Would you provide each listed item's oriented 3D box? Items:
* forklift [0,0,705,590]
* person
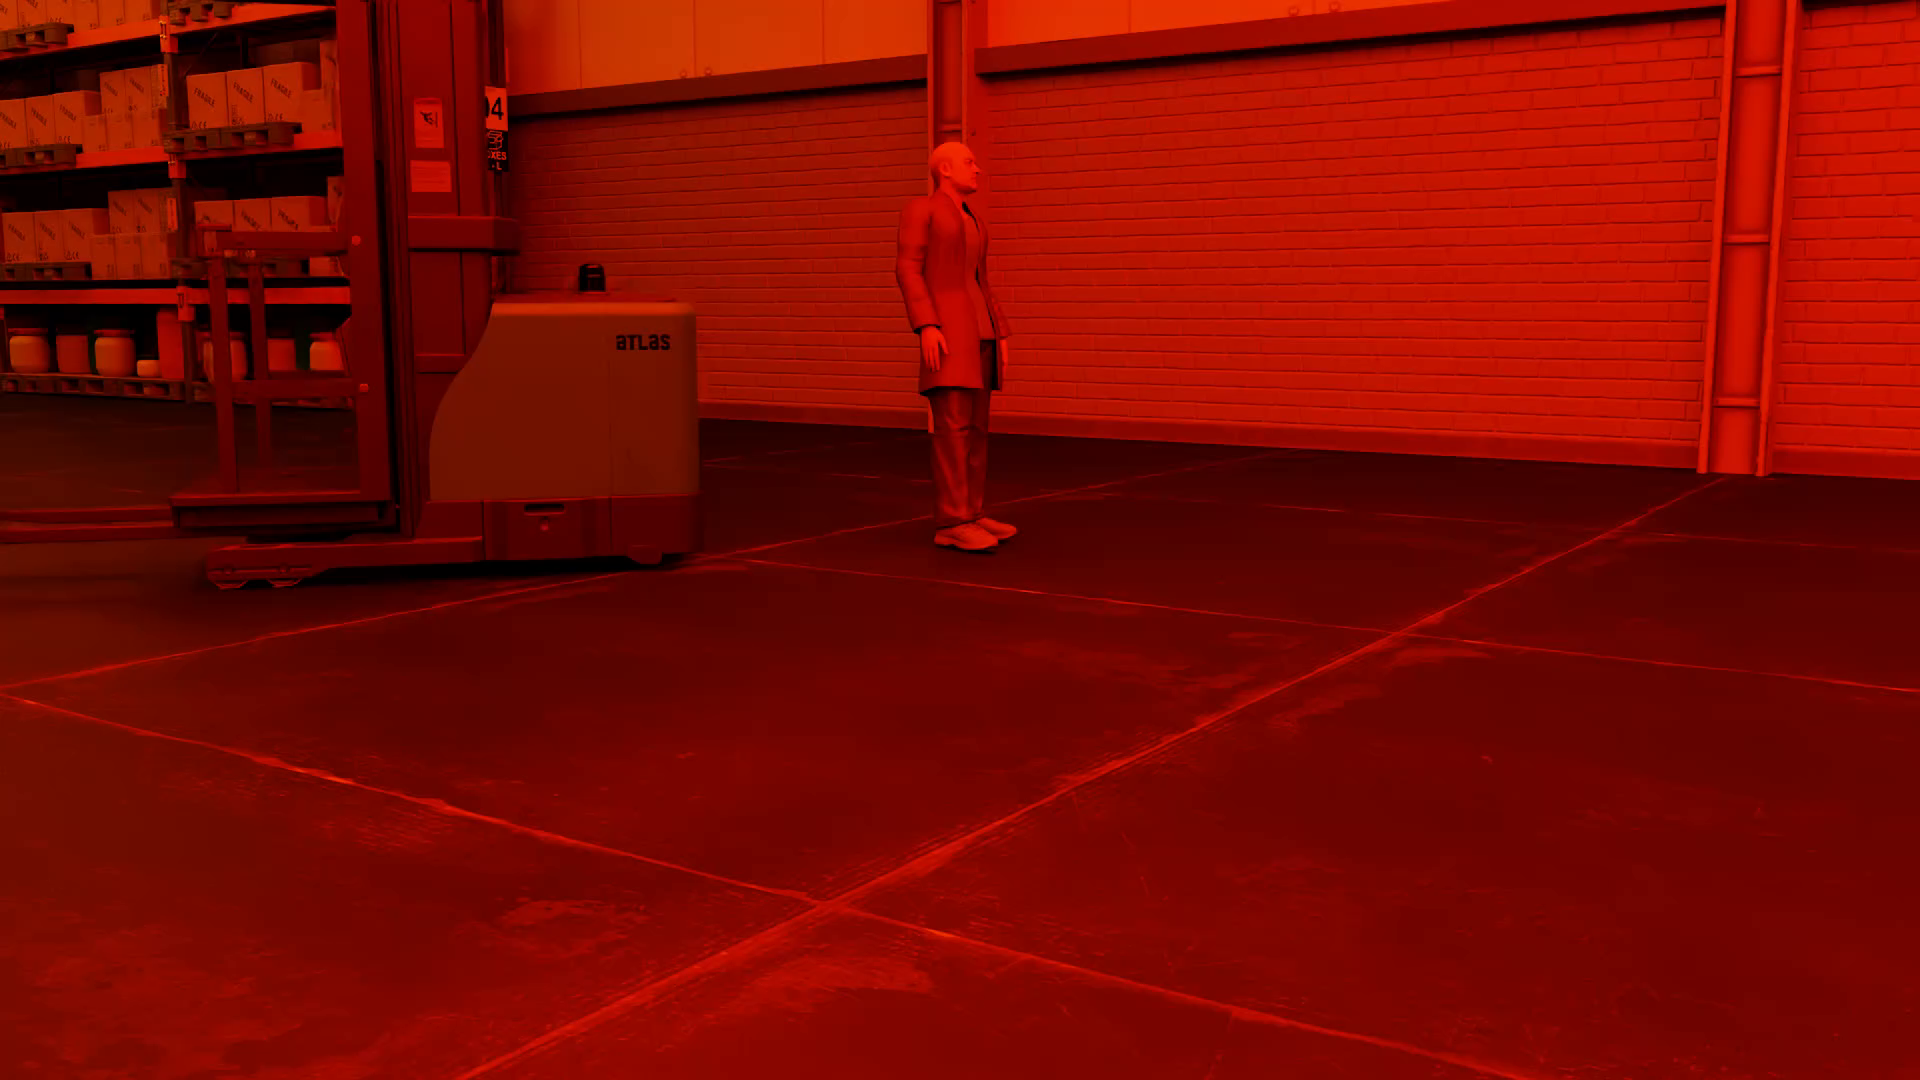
[{"bbox_3d":[-2.624,-1.346,6.657,3.031,2.935,1.130,-2,8,-15],"label":"forklift"},{"bbox_3d":[0.073,-0.879,7.423,0.582,1.775,0.694,5,10,34],"label":"person"}]
